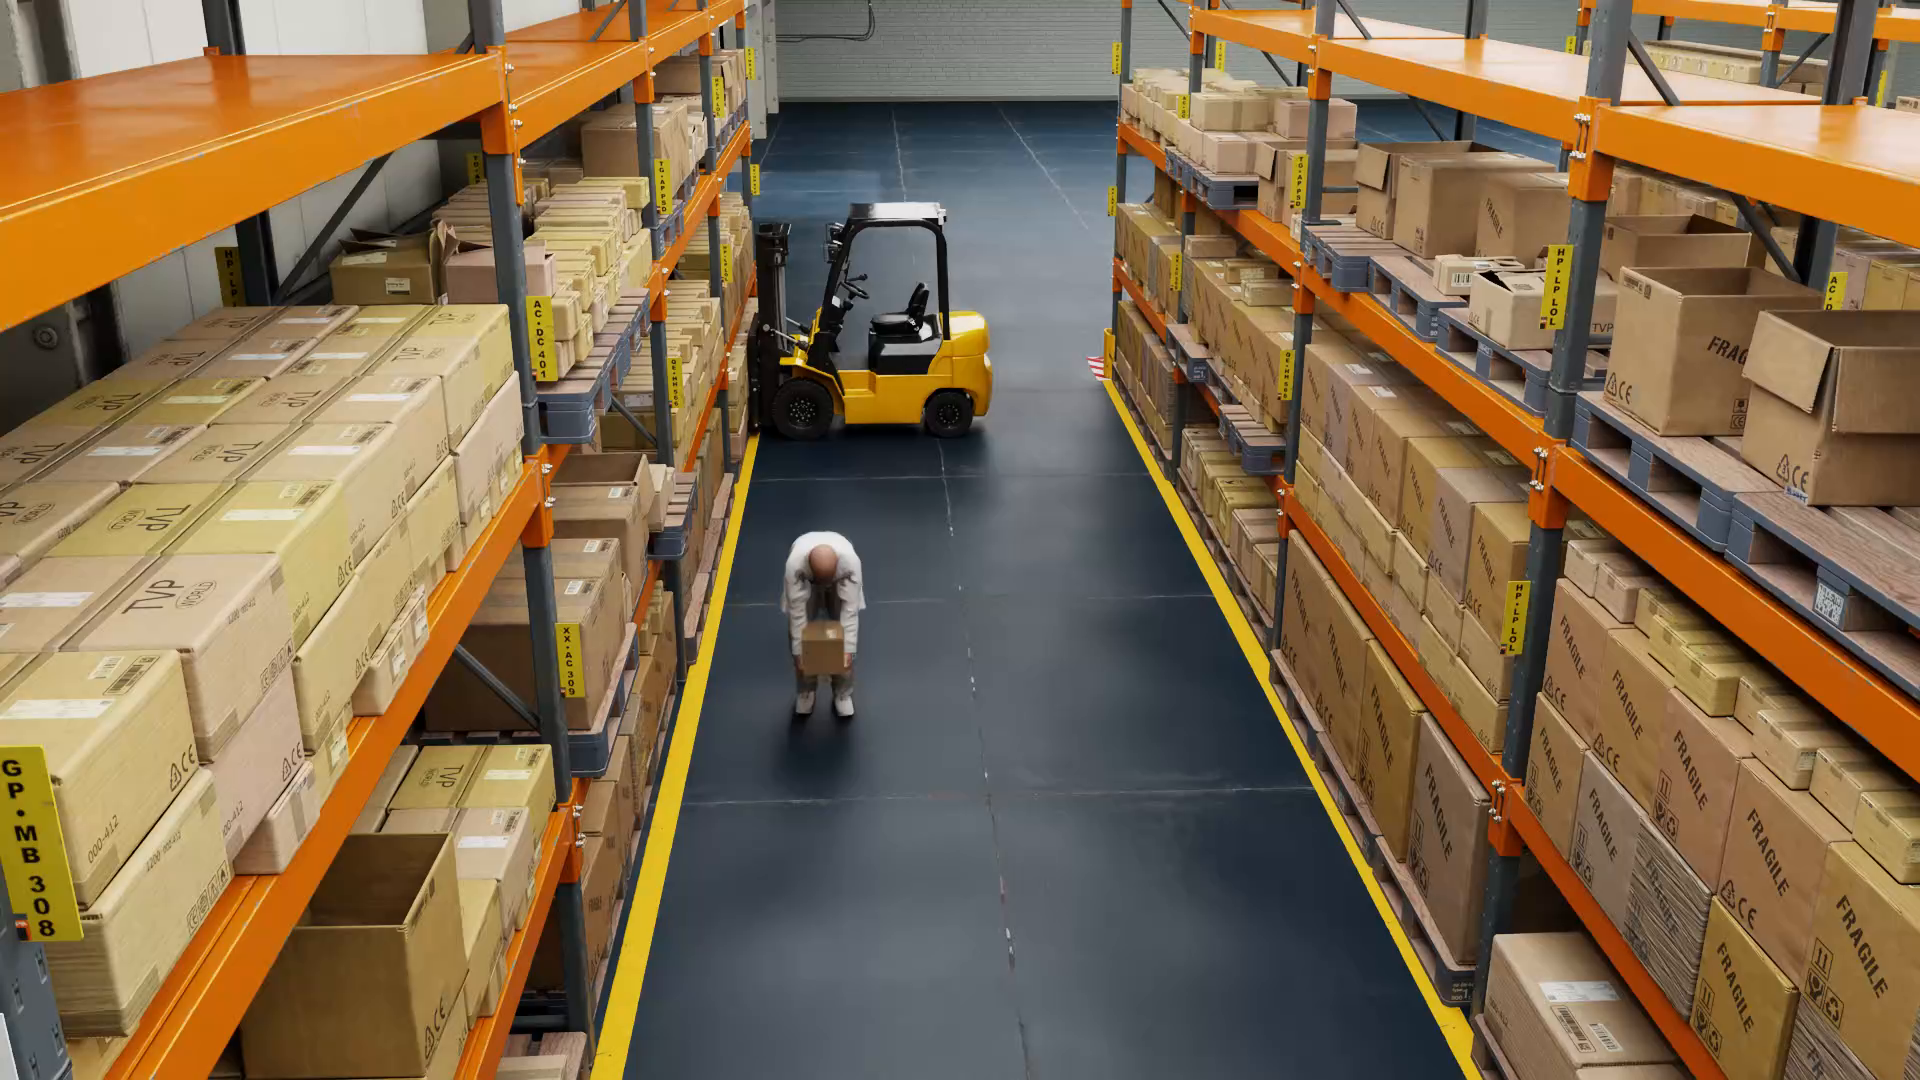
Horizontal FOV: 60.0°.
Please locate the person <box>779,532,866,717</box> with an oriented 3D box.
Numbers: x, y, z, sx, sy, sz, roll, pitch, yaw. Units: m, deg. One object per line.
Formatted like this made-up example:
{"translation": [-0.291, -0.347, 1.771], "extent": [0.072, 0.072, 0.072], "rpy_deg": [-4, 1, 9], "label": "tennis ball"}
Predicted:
{"translation": [-0.869, 0.524, 10.351], "extent": [0.526, 1.310, 0.913], "rpy_deg": [-1, 20, -3], "label": "person"}
